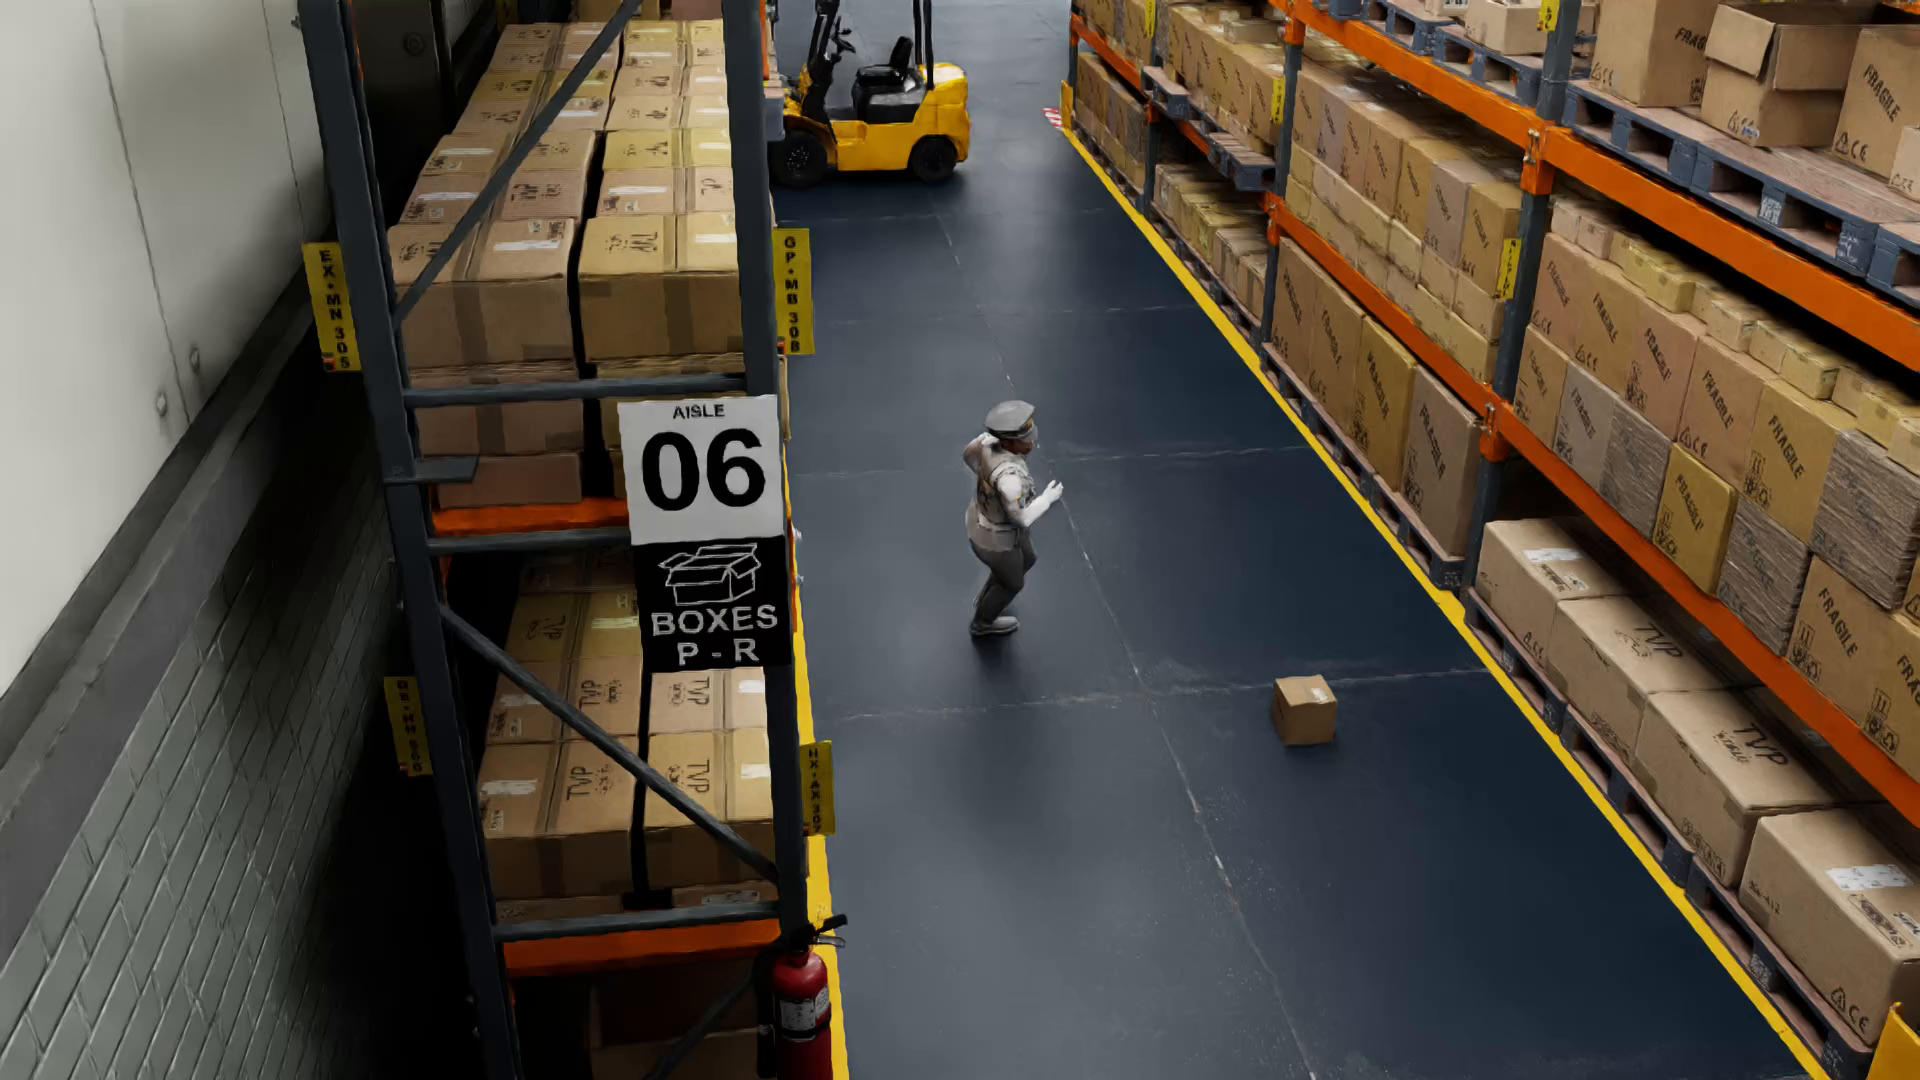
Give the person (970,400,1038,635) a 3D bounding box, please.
[{"bbox_3d":[0.211,-0.102,8.916,0.312,1.558,0.850,-4,28,-8],"label":"person"}]
